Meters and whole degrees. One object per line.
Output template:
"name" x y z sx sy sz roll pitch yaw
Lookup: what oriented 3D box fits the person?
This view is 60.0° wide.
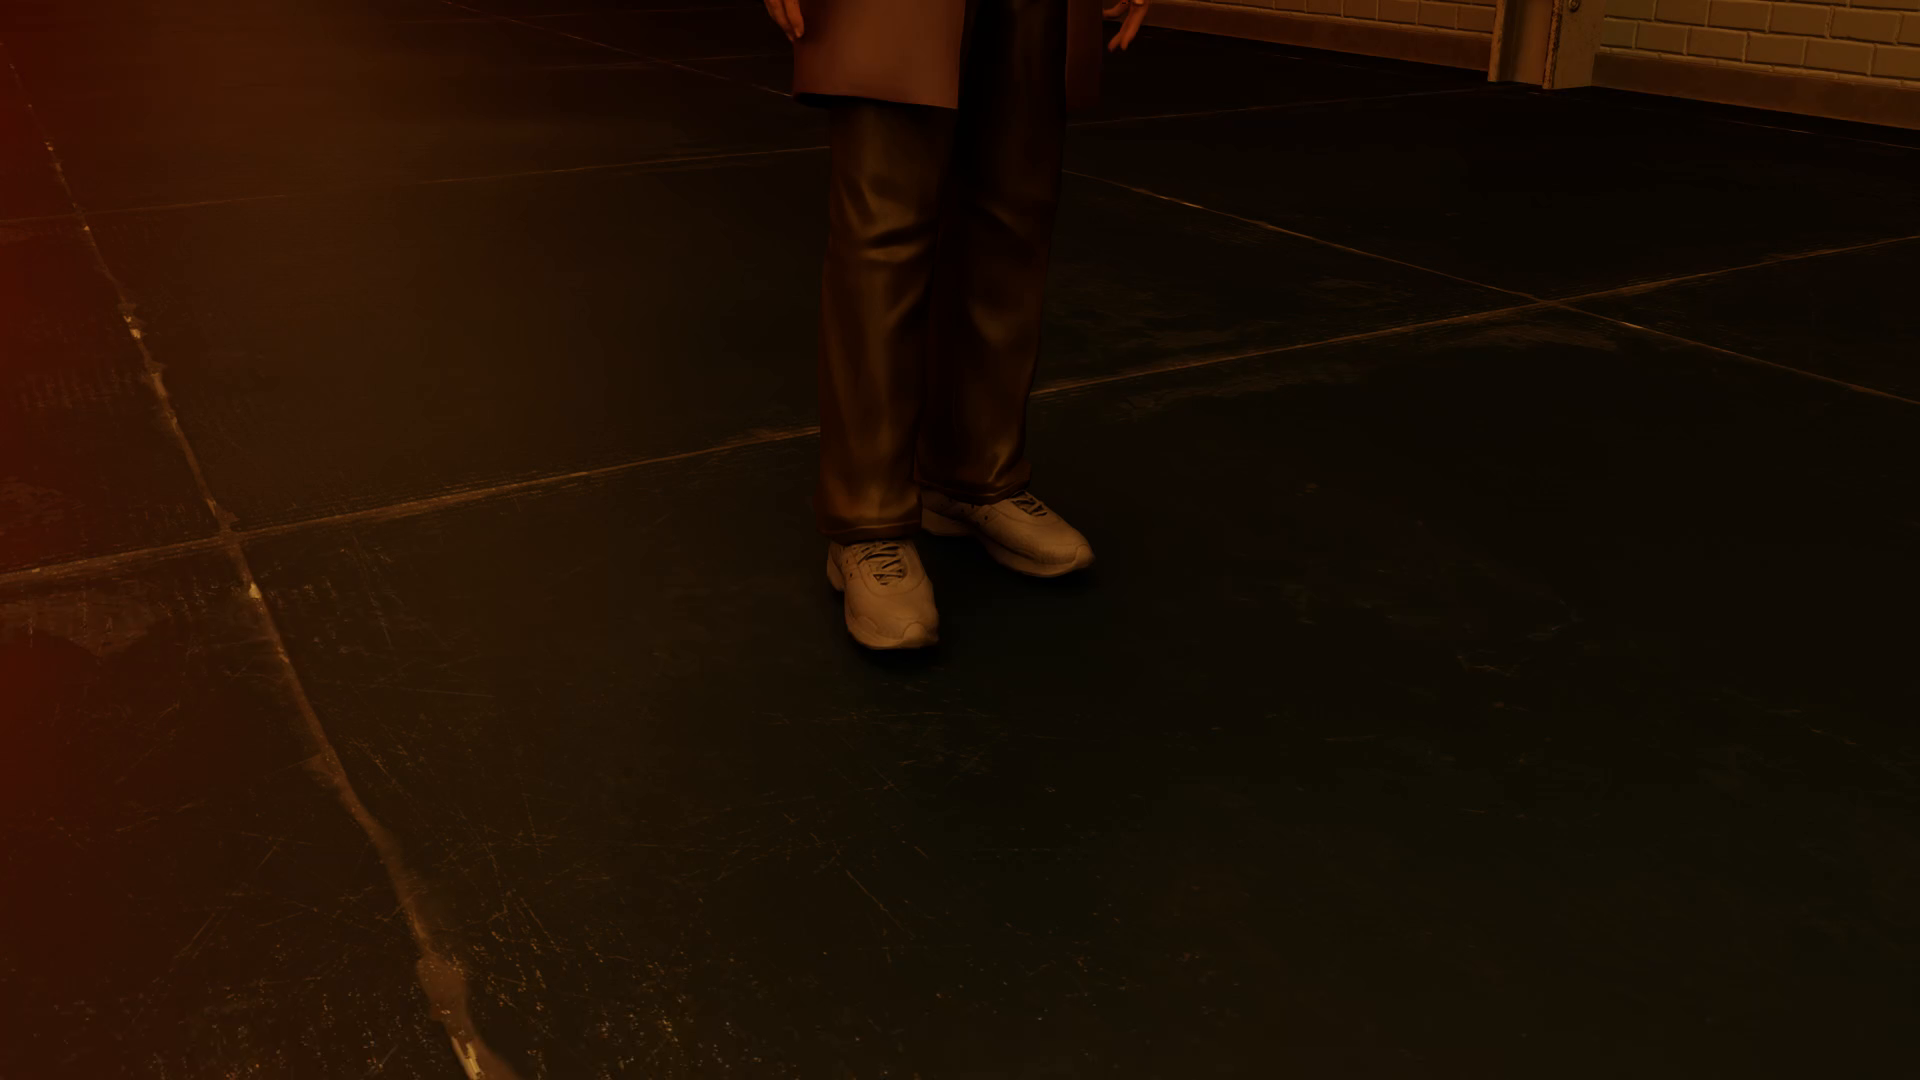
"person" 0.043 -0.798 2.219 0.696 1.777 0.579 -12 25 -28
